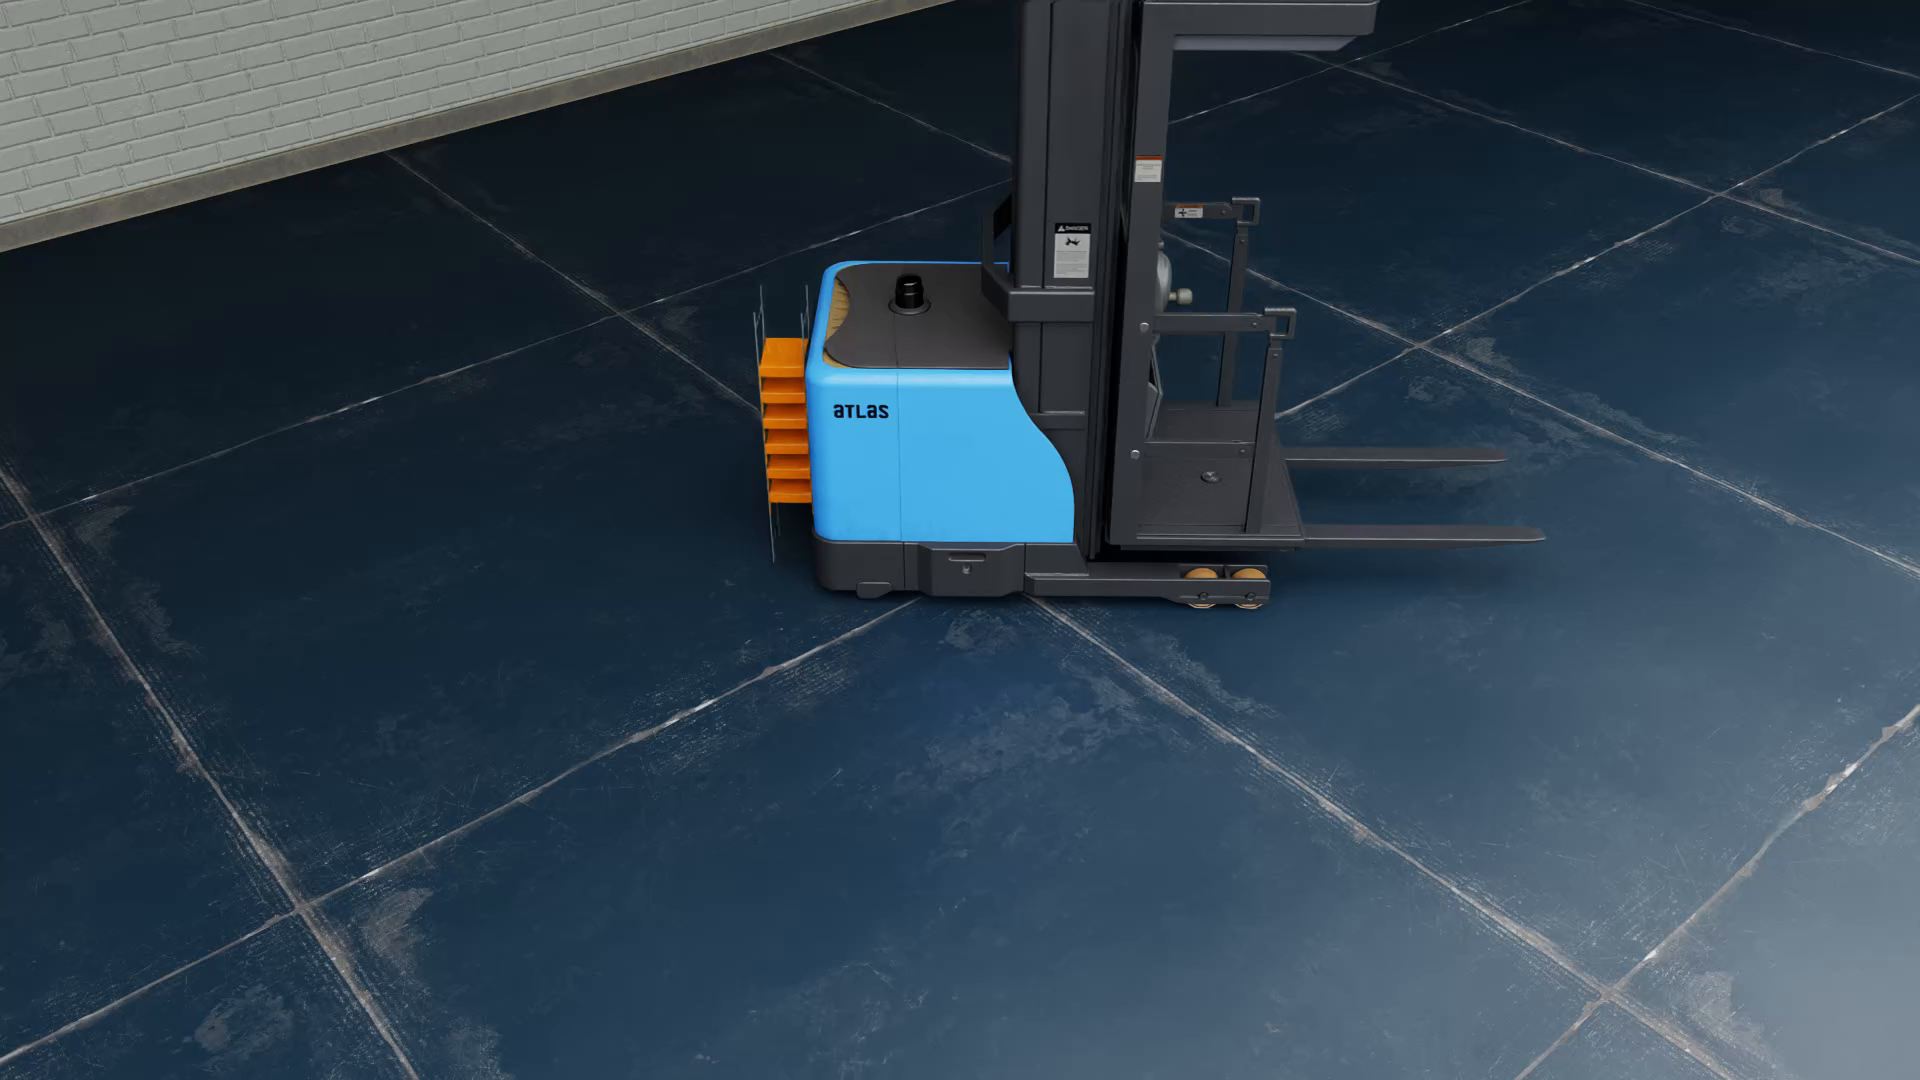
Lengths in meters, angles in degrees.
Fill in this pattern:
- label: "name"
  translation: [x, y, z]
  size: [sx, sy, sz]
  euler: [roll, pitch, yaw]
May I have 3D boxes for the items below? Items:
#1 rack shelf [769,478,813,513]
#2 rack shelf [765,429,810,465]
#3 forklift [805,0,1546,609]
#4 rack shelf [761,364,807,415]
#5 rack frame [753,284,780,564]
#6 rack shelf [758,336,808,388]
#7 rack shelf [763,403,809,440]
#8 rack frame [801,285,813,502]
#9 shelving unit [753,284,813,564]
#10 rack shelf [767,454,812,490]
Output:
- label: "rack shelf"
  translation: [-0.702, -0.225, 7.021]
  size: [0.180, 0.103, 0.258]
  euler: [0, 35, 1]
- label: "rack shelf"
  translation: [-0.702, -0.421, 6.883]
  size: [0.180, 0.103, 0.258]
  euler: [0, 35, 1]
- label: "forklift"
  translation: [0.914, -1.223, 6.441]
  size: [3.031, 2.935, 1.130]
  euler: [0, 35, 1]
- label: "rack shelf"
  translation: [-0.702, -0.616, 6.744]
  size: [0.180, 0.103, 0.258]
  euler: [0, 35, 1]
- label: "rack frame"
  translation: [-0.794, -0.458, 6.858]
  size: [0.006, 1.200, 0.240]
  euler: [0, 35, 1]
- label: "rack shelf"
  translation: [-0.702, -0.714, 6.675]
  size: [0.180, 0.103, 0.258]
  euler: [0, 35, 1]
- label: "rack shelf"
  translation: [-0.702, -0.519, 6.813]
  size: [0.180, 0.103, 0.258]
  euler: [0, 35, 1]
- label: "rack frame"
  translation: [-0.611, -0.456, 6.856]
  size: [0.006, 1.200, 0.240]
  euler: [0, 35, 1]
- label: "shelving unit"
  translation: [-0.702, -0.457, 6.857]
  size: [0.189, 1.200, 0.258]
  euler: [0, 35, 1]
- label: "rack shelf"
  translation: [-0.702, -0.323, 6.952]
  size: [0.180, 0.103, 0.258]
  euler: [0, 35, 1]
